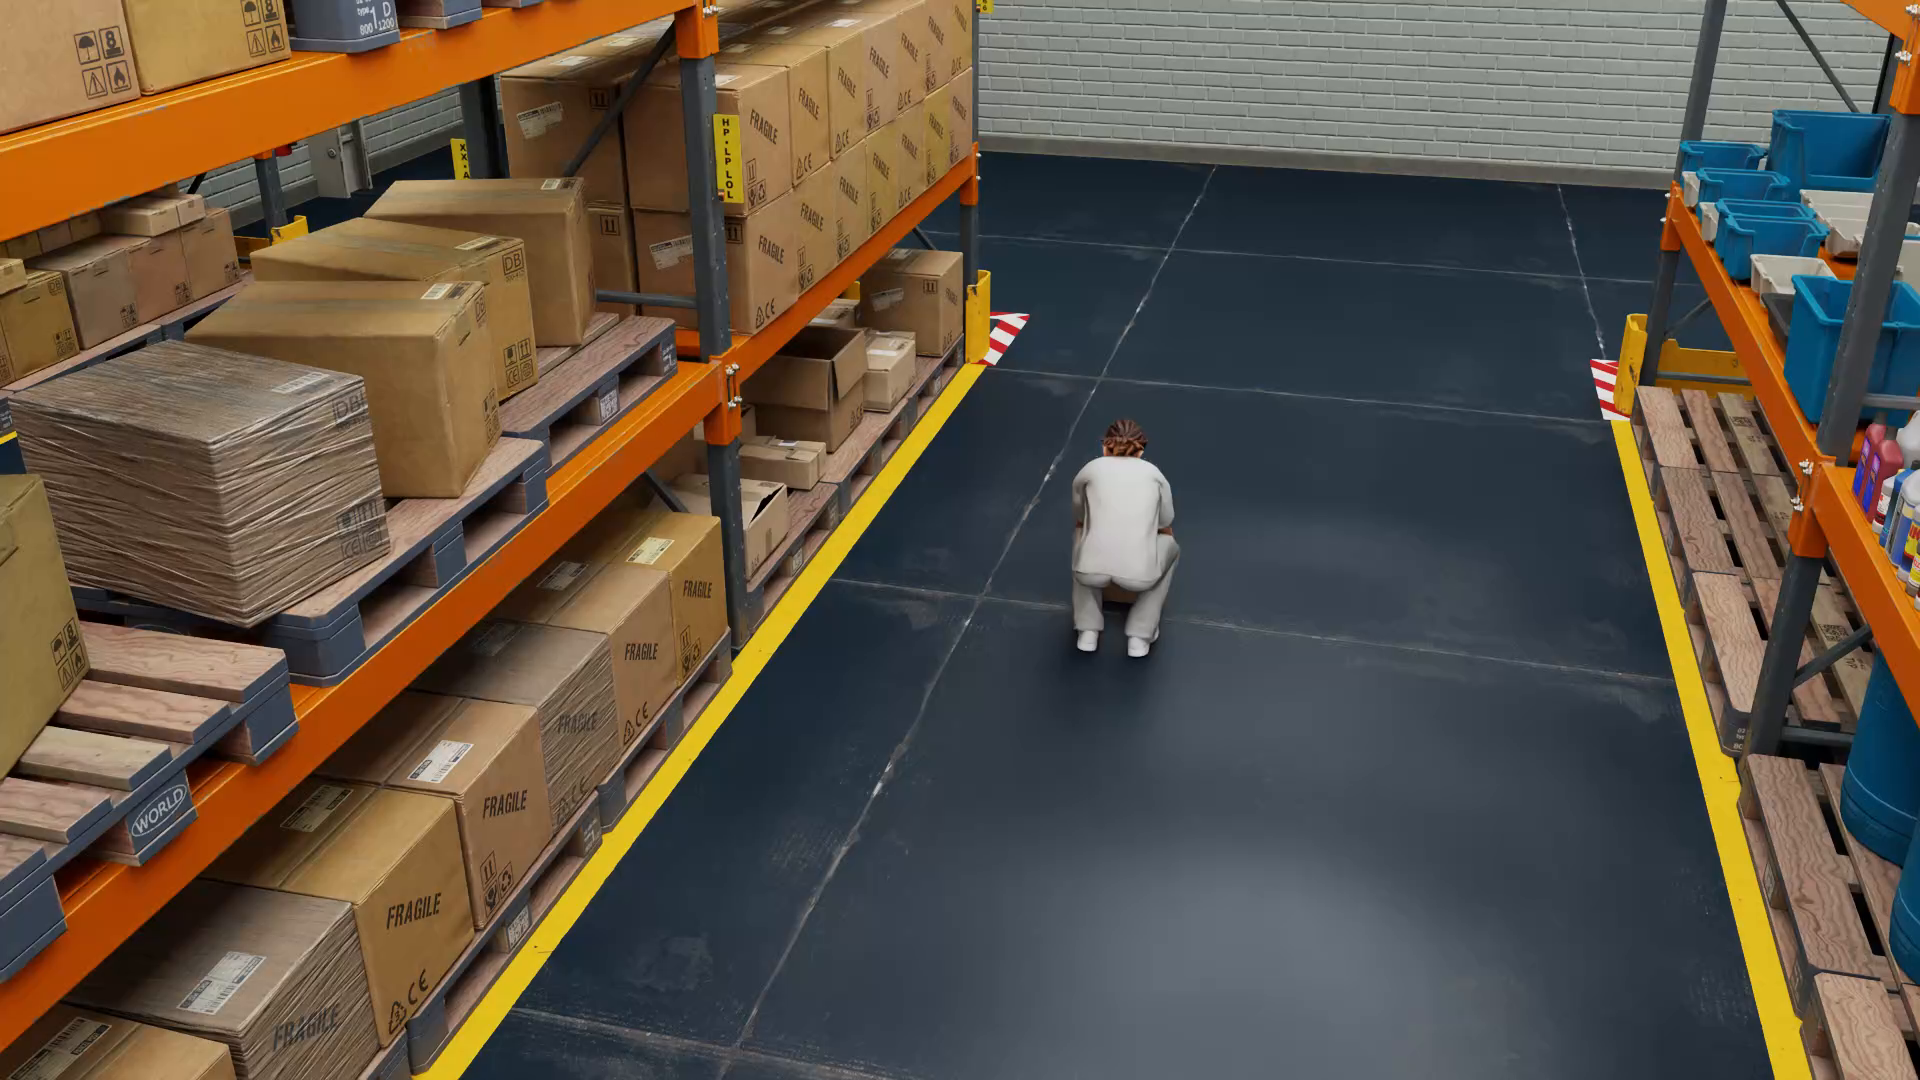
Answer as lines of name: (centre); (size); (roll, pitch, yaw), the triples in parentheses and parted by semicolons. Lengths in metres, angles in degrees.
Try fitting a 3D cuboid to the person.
person: (0.686, -0.005, 7.093); (0.484, 0.846, 0.801); (6, 26, 13)
